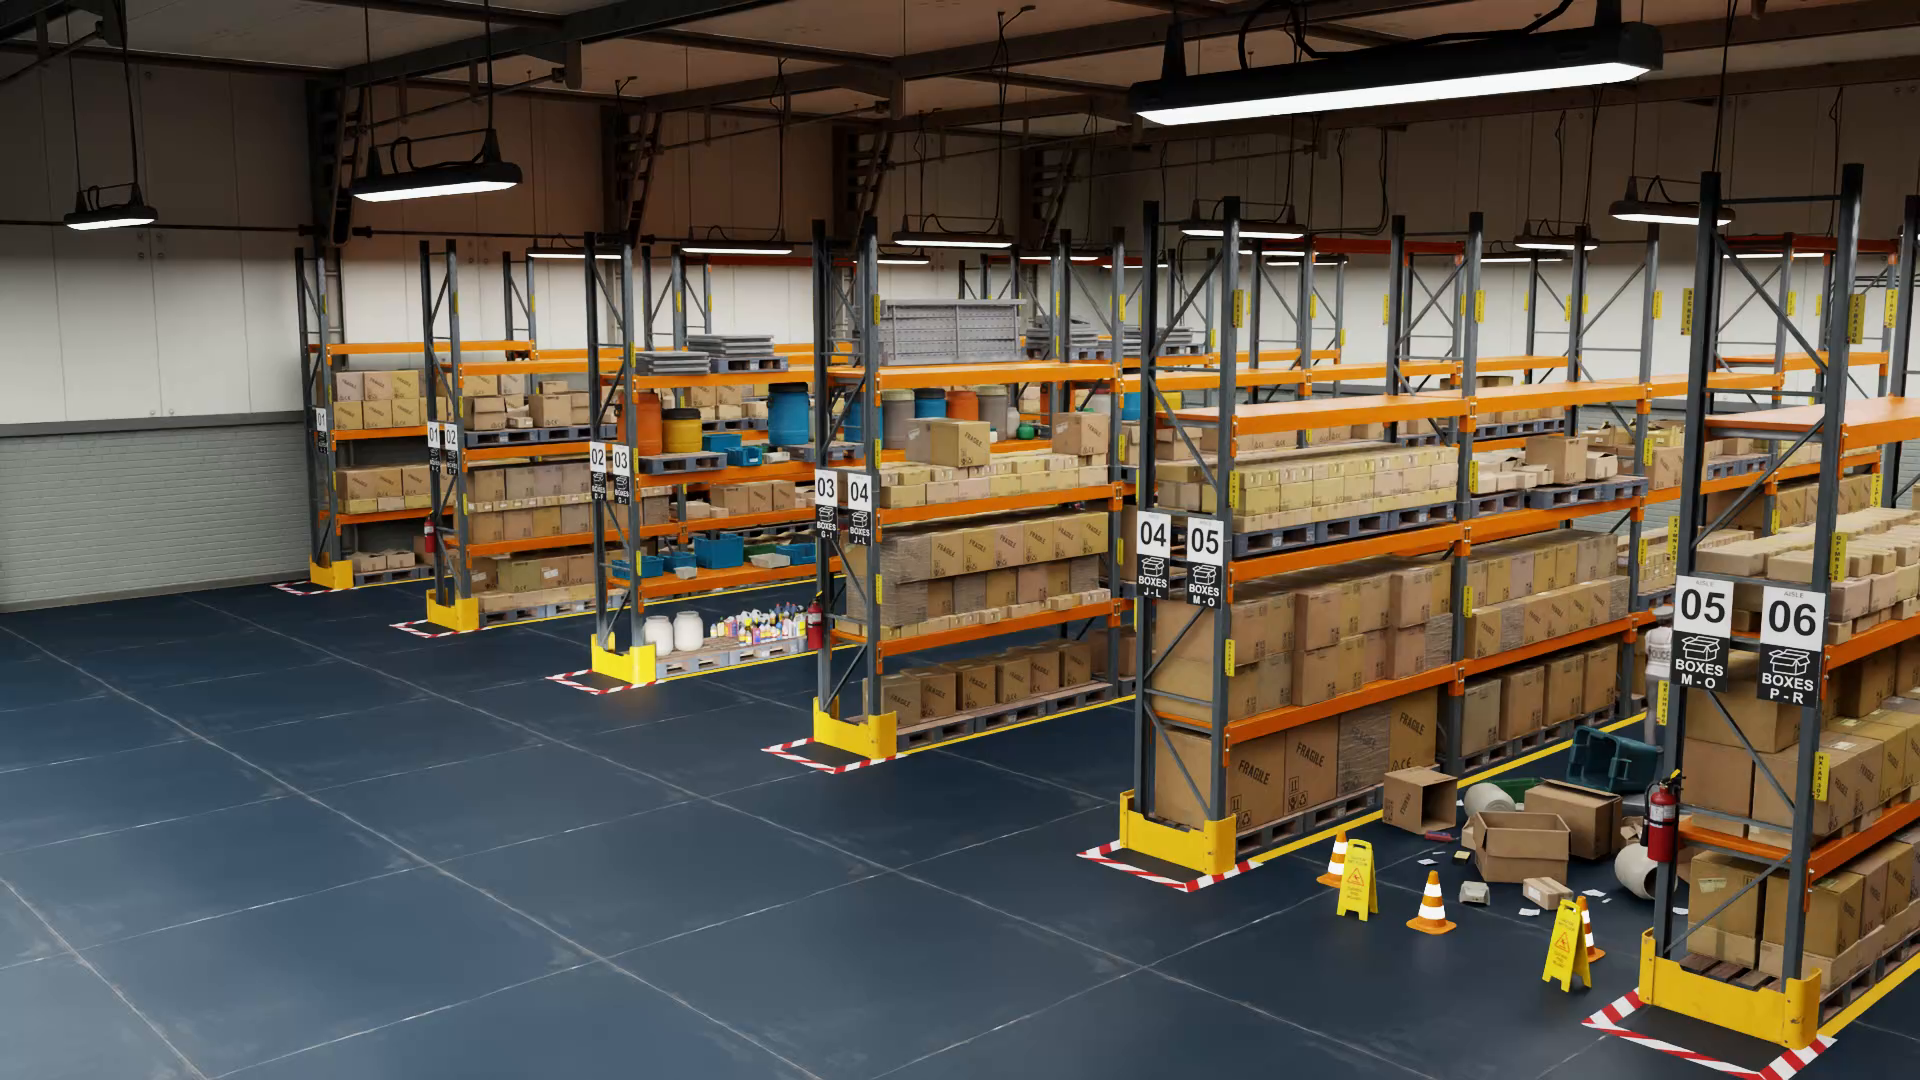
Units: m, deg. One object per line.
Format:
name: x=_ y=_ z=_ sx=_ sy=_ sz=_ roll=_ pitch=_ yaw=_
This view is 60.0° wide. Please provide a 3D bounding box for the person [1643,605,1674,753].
person: x=7.970 y=1.620 z=18.817 sx=0.448 sy=1.751 sz=0.508 roll=-8 pitch=11 yaw=-42
